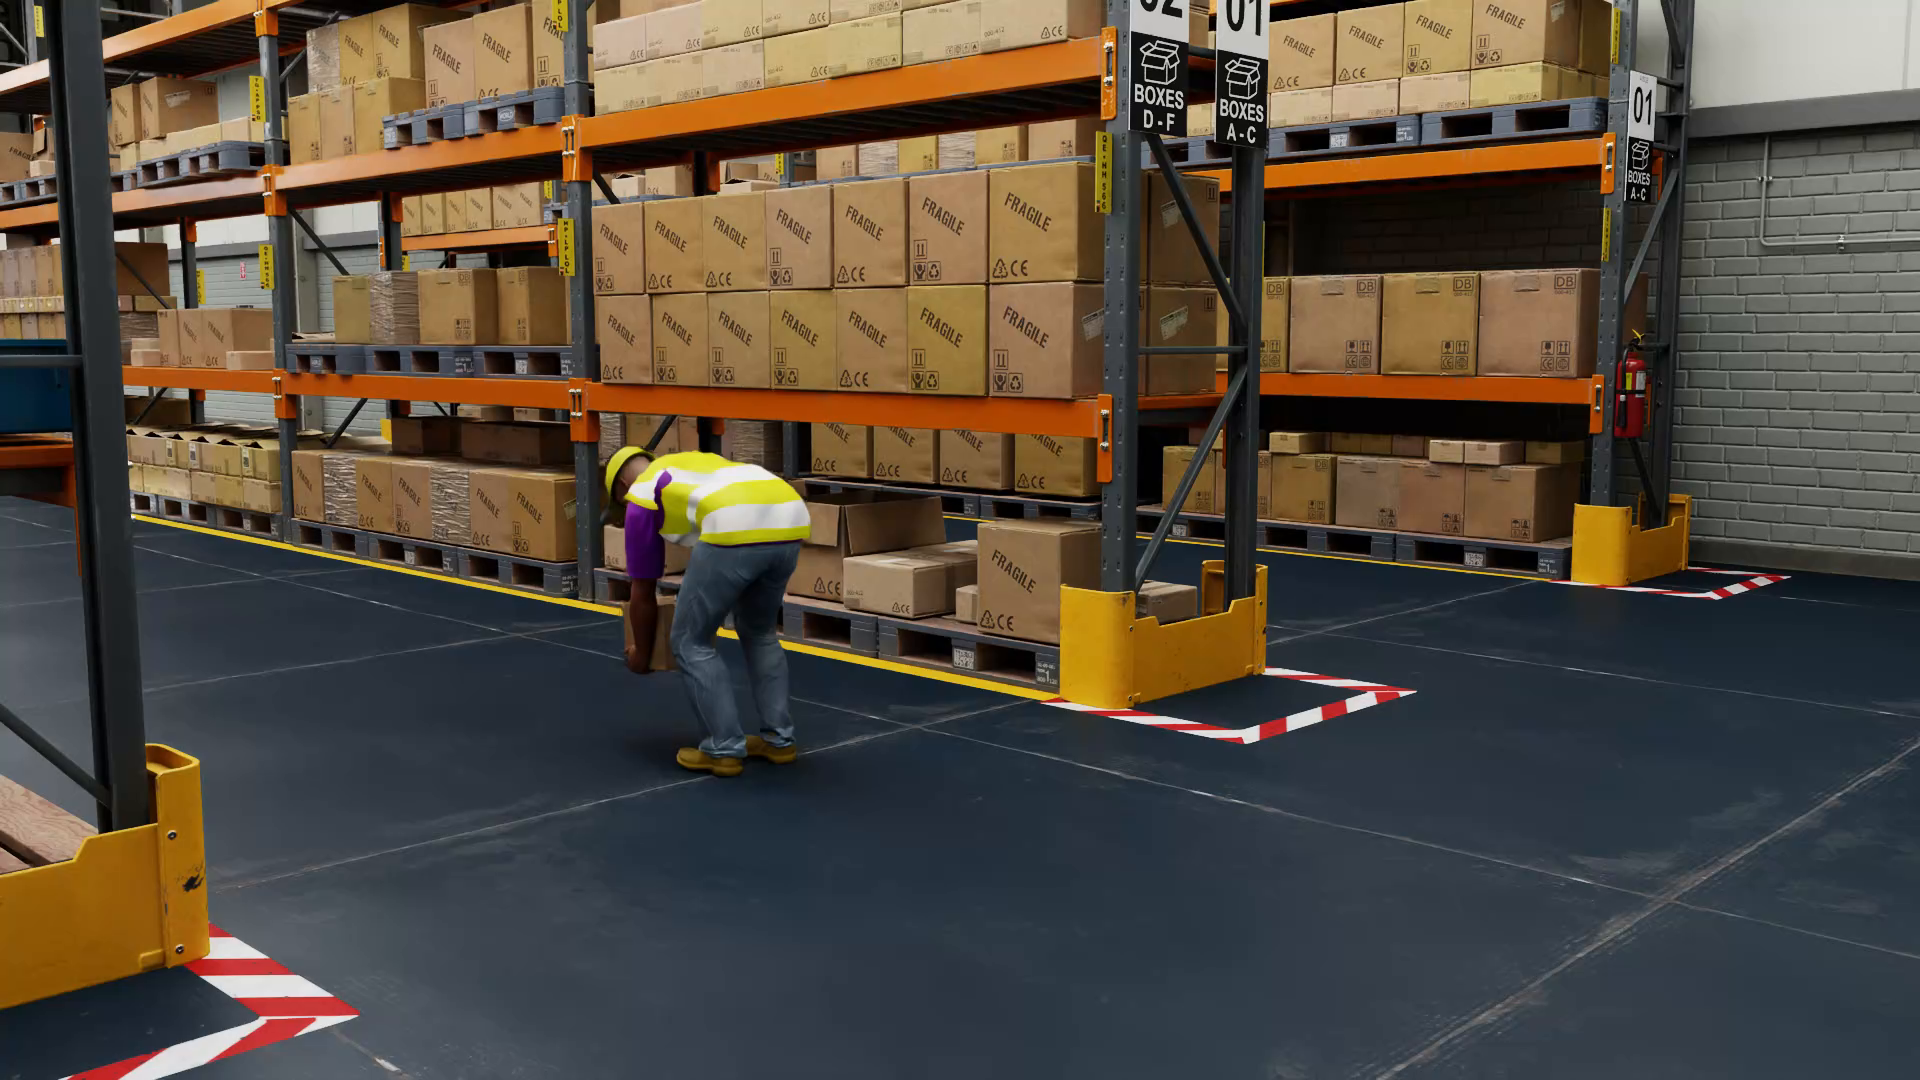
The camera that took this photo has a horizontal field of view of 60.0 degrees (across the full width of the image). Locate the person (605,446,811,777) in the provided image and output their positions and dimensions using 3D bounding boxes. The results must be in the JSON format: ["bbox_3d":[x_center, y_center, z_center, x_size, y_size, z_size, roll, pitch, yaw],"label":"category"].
[{"bbox_3d":[-0.992,0.239,6.235,0.974,1.148,0.477,6,9,41],"label":"person"}]
